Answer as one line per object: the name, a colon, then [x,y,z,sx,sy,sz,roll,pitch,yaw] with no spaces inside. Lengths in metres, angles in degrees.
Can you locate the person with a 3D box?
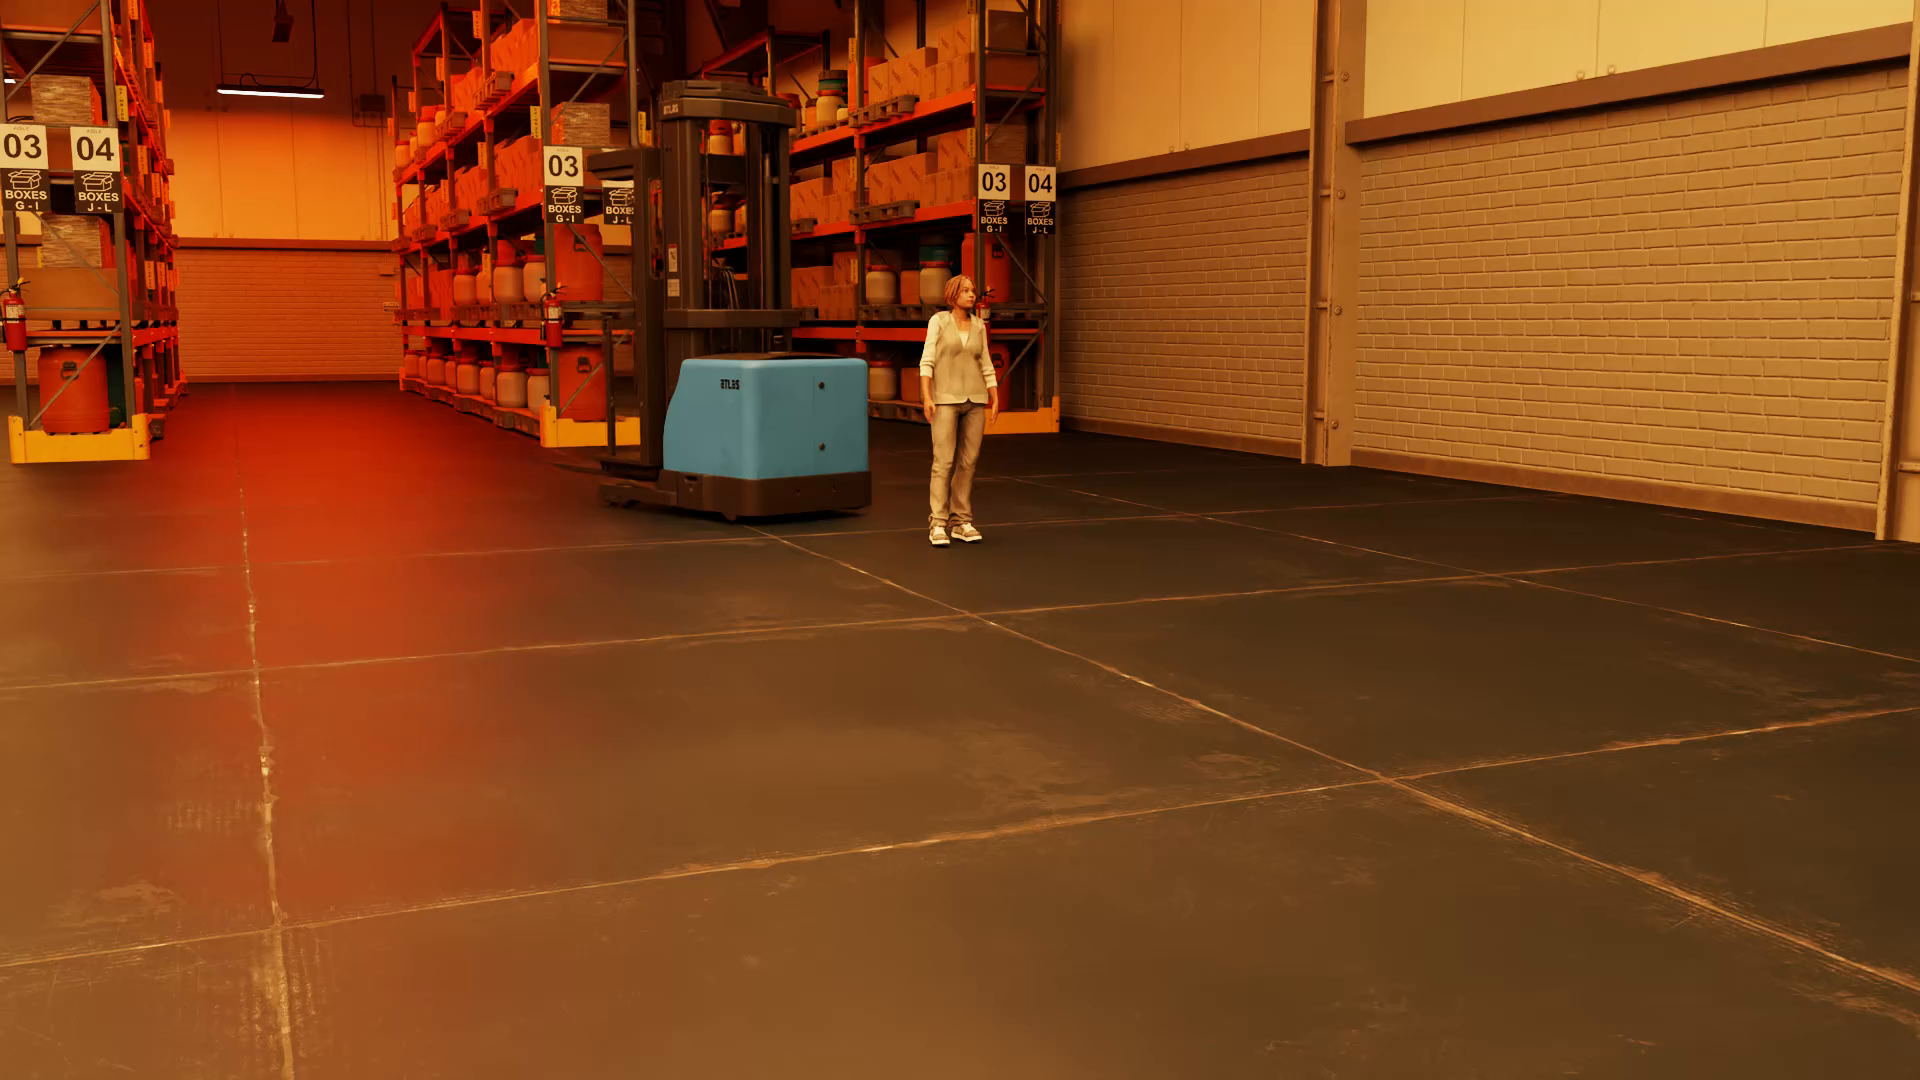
person: [0.308,-0.651,9.852,0.906,1.366,0.662,-2,8,-16]

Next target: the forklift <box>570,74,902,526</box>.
forklift: [-1.749,-1.688,11.747,1.130,2.935,3.031,-7,10,-41]
